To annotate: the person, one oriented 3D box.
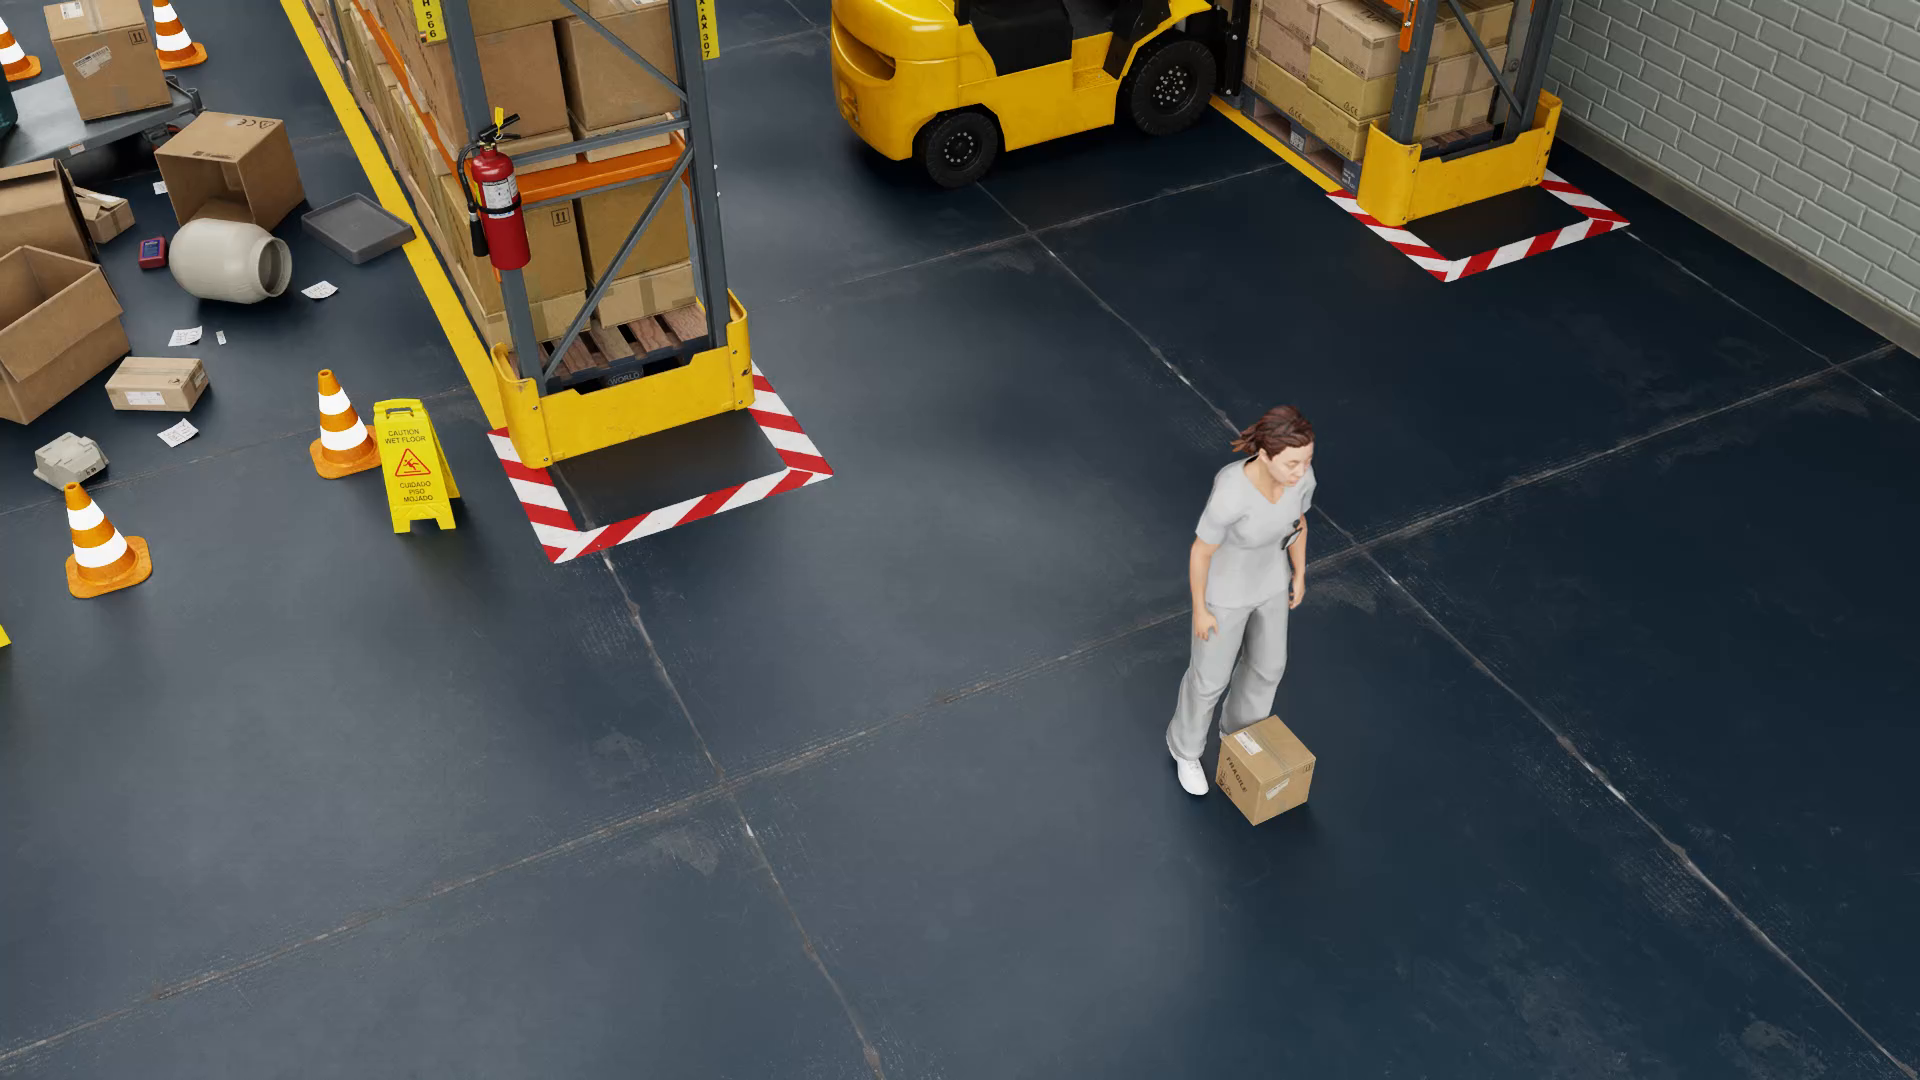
[{"bbox_3d":[1.034,0.204,5.928,0.490,1.673,0.404,-19,45,-20],"label":"person"}]
